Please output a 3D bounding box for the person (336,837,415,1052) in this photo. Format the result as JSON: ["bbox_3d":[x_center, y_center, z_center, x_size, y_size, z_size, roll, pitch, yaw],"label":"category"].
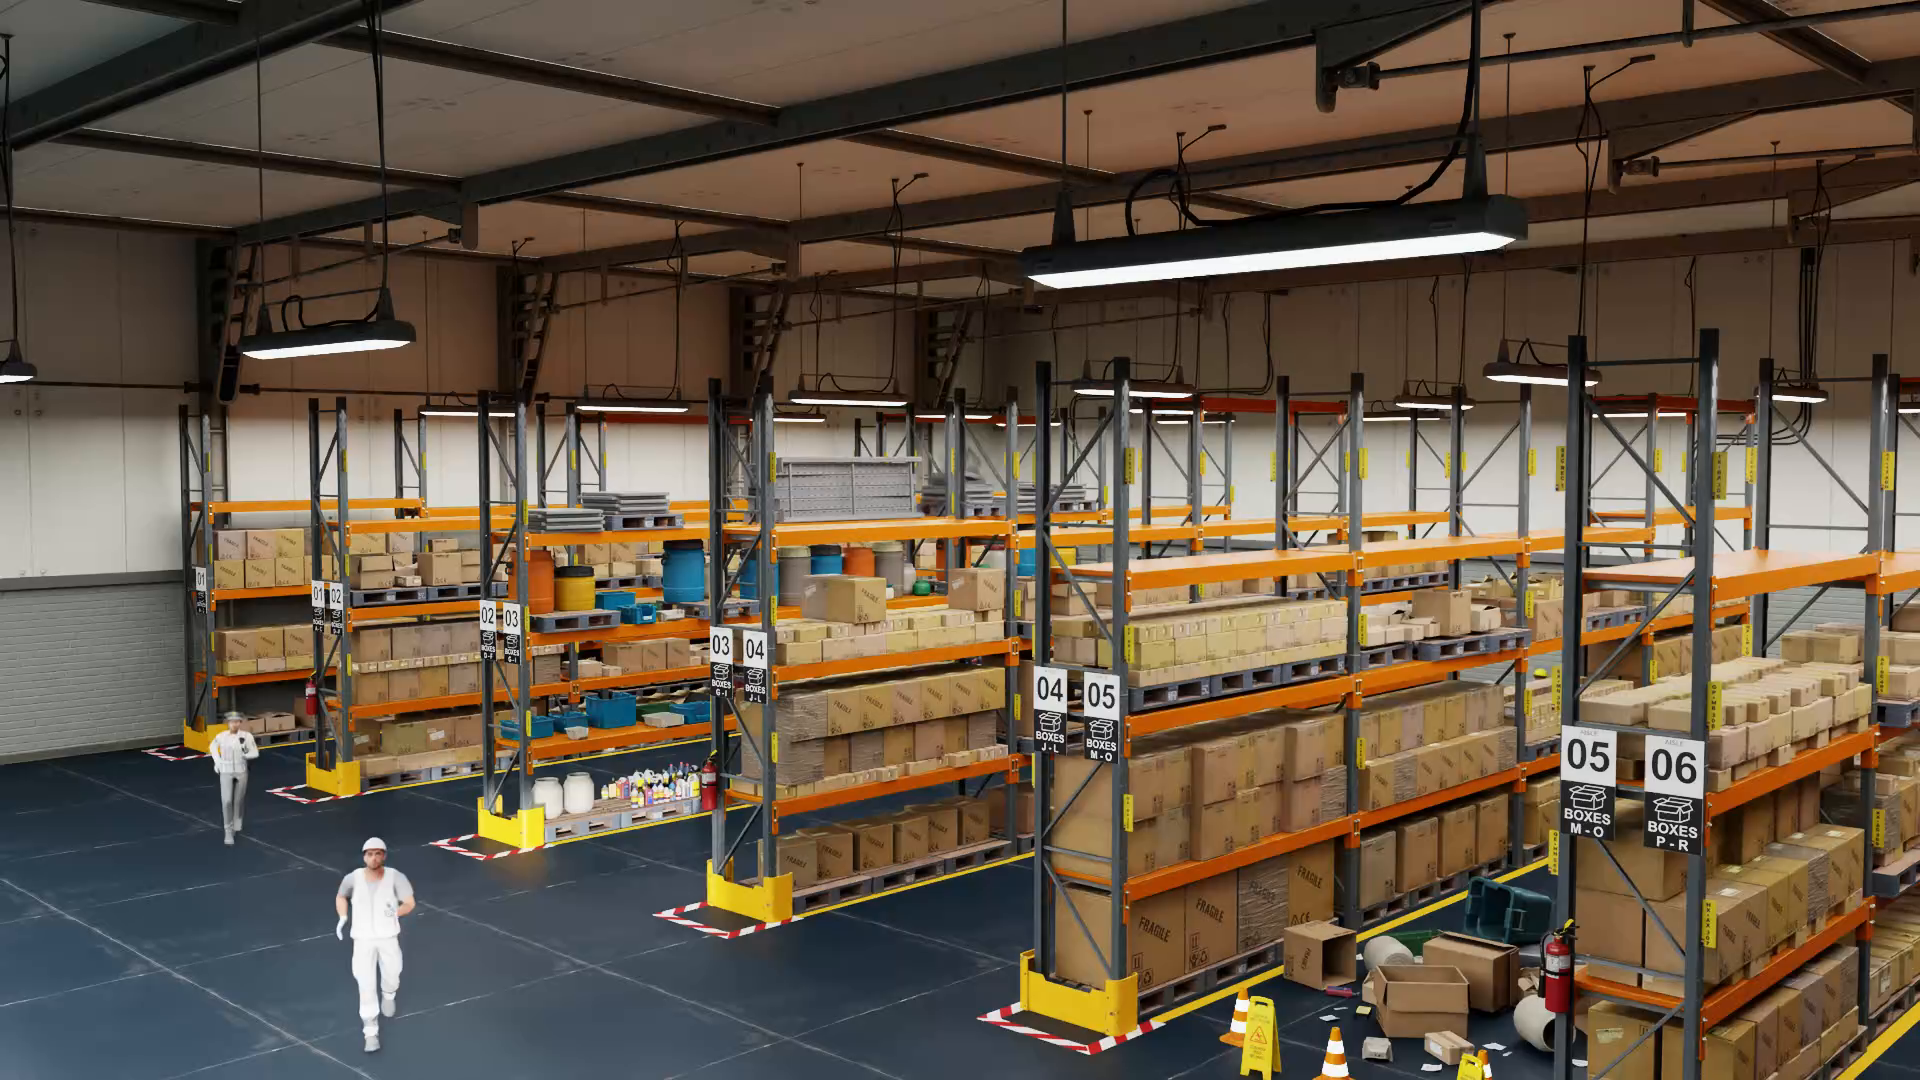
[{"bbox_3d":[-1.736,3.102,22.081,11.693,1.768,13.141,-1,3,-18],"label":"person"}]

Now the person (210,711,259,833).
[{"bbox_3d":[-9.710,3.070,22.266,0.602,1.592,0.674,-1,3,-24],"label":"person"}]

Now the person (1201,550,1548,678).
[{"bbox_3d":[6.894,2.016,29.765,2.938,3.211,9.111,-3,4,-45],"label":"person"}]
